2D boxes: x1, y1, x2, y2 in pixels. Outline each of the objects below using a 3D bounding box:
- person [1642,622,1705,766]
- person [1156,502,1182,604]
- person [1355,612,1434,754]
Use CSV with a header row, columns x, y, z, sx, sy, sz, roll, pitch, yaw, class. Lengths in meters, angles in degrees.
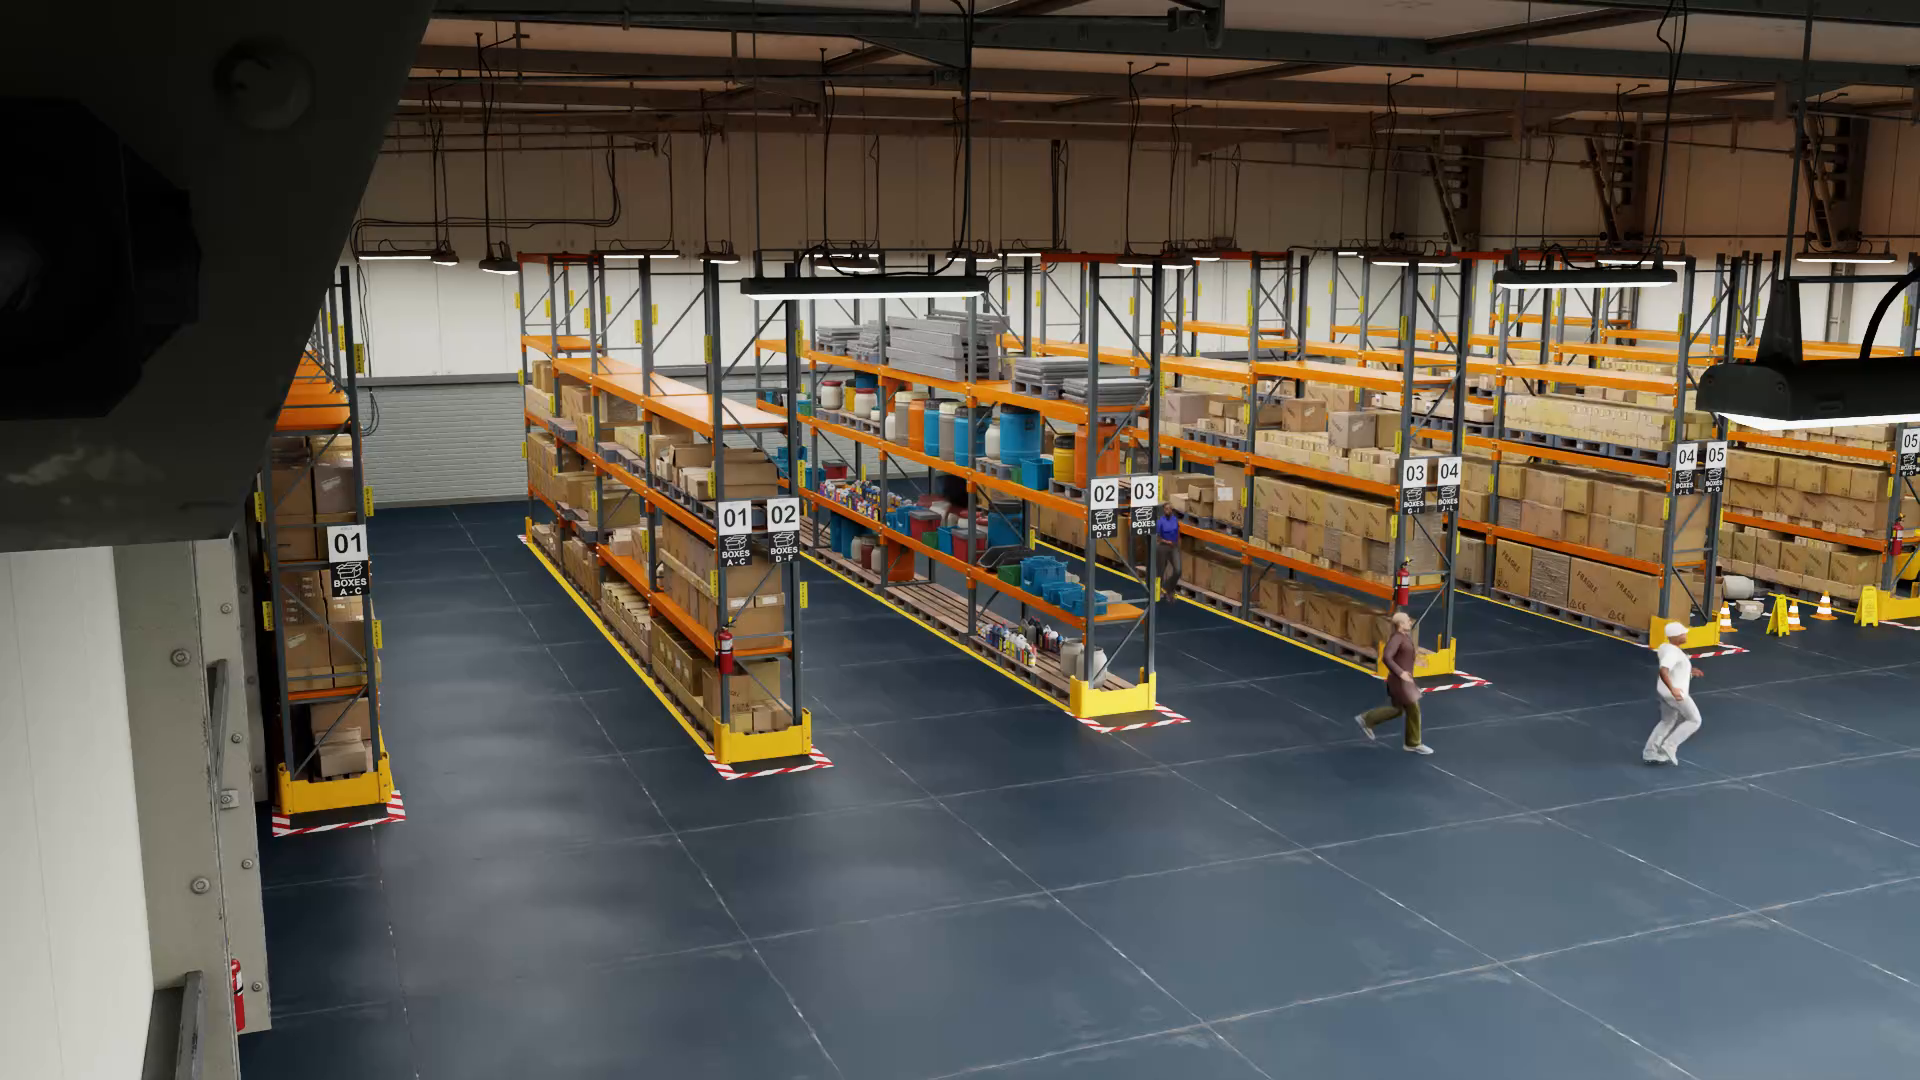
x,y,z,sx,sy,sz,roll,pitch,yaw,class
8.629,1.848,20.028,0.673,1.742,0.676,1,10,3,person
3.496,0.221,27.851,0.581,1.714,0.650,-4,11,-19,person
5.395,1.765,20.542,0.970,1.779,0.698,2,11,9,person
